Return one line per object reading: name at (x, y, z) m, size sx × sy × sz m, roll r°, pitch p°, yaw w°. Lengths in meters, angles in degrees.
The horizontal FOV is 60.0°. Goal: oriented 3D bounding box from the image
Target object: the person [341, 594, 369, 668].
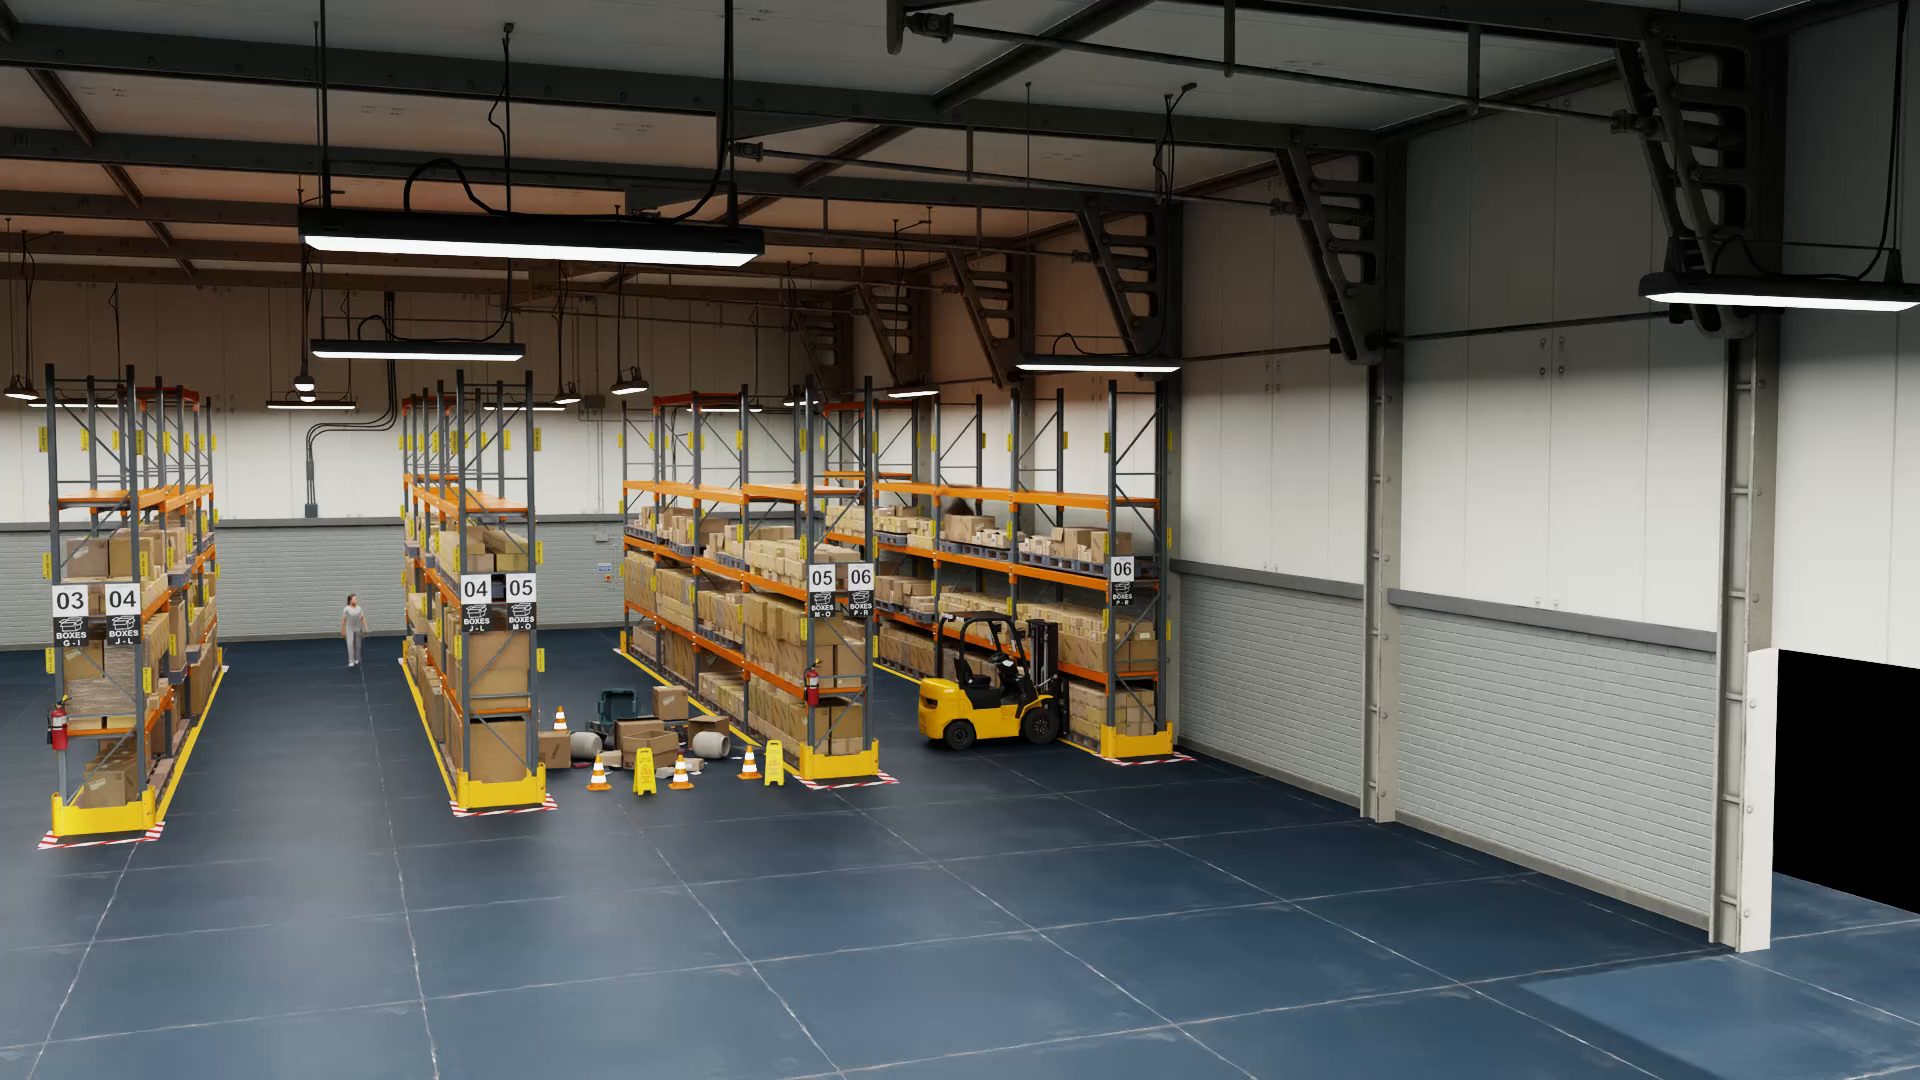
person at (-13.495, 2.010, 37.096) m, size 0.579 × 1.613 × 1.039 m, roll -1°, pitch 4°, yaw -22°
